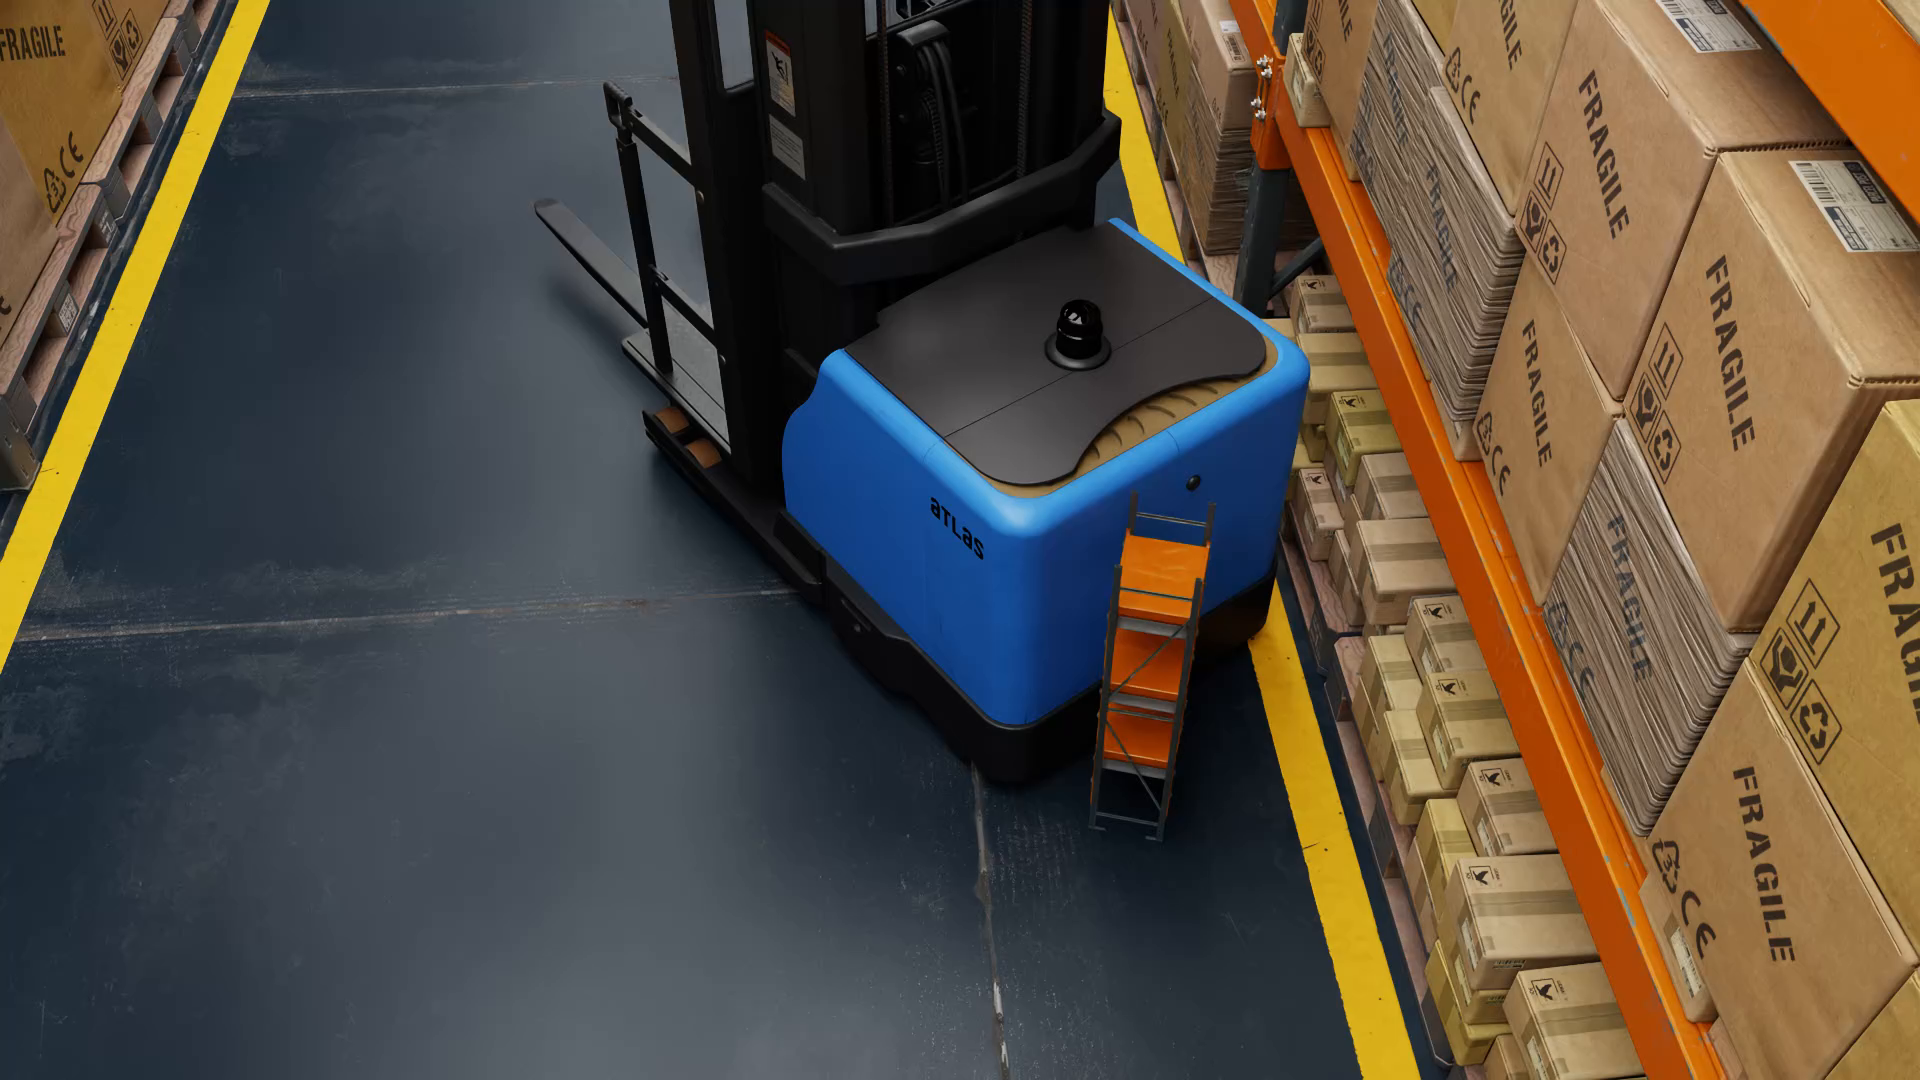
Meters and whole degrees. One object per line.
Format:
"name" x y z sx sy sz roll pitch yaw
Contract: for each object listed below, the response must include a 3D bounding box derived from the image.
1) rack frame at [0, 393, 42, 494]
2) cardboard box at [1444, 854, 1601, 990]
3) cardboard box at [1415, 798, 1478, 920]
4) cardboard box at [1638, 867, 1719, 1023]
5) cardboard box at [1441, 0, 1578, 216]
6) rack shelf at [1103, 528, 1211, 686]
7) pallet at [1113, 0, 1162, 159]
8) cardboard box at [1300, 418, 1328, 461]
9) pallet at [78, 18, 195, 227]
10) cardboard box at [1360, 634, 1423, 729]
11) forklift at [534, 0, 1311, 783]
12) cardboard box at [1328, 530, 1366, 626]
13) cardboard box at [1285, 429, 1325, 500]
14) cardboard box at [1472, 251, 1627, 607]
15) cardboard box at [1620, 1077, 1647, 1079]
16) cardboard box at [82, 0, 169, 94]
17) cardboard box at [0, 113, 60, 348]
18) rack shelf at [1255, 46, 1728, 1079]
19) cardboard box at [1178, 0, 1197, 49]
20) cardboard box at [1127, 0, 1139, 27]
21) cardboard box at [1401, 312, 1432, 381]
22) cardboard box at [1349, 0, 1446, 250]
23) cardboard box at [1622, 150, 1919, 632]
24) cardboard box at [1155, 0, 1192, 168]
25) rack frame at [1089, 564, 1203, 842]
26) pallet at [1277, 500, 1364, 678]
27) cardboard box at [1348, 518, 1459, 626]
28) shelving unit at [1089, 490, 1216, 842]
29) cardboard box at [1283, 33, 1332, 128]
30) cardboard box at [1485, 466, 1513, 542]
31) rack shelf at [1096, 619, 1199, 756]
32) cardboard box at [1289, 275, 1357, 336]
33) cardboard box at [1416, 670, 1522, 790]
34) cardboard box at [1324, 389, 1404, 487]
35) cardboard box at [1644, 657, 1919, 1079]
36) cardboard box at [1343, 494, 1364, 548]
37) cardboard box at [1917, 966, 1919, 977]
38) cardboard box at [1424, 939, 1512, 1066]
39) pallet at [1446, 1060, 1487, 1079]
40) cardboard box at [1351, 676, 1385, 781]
"rack frame" -3.519 -1.201 4.321 1.000 3.000 0.127 -3 47 -3
"cardboard box" 1.295 0.836 3.657 0.380 0.149 0.250 -2 47 -2
"cardboard box" 1.307 0.752 3.941 0.380 0.149 0.250 -1 47 -1
"cardboard box" 1.367 0.641 2.750 0.380 0.149 0.250 -2 47 -2
"cardboard box" 1.270 -0.973 3.144 0.500 0.500 0.500 -3 47 -3
"rack shelf" 0.474 0.160 3.999 0.215 0.259 0.240 9 47 9
"pallet" 1.234 -2.064 7.059 1.003 0.211 1.213 -3 47 -3
"cardboard box" 1.228 -0.382 5.015 0.380 0.149 0.250 -3 47 -3
"pallet" -3.764 -1.680 6.696 1.003 0.211 1.213 -3 47 -3
"cardboard box" 1.261 0.375 4.299 0.380 0.149 0.250 -4 47 -4
"forklift" -0.382 -1.370 4.529 1.130 2.935 3.031 -29 53 -25
"cardboard box" 1.282 0.094 4.769 0.380 0.149 0.250 -4 47 -4
"cardboard box" 1.138 -0.263 5.108 0.380 0.149 0.250 -2 47 -2
"cardboard box" 1.325 -0.227 3.126 0.500 0.500 0.500 -1 47 -1
"cardboard box" 1.331 1.218 3.295 0.380 0.149 0.250 -4 47 -4
"cardboard box" -3.808 -2.358 6.592 0.875 0.875 0.875 -3 47 -3
"cardboard box" -3.650 -1.058 5.360 0.875 0.875 0.875 -2 47 -2
"rack shelf" 1.573 0.120 3.566 1.077 0.370 4.000 -3 47 -3
"cardboard box" 1.061 -2.014 6.007 0.500 0.250 0.500 -1 47 -1
"cardboard box" 0.969 -2.492 6.976 0.500 0.500 0.500 -5 47 -4
"cardboard box" 1.246 -0.508 3.838 0.380 0.149 0.250 -3 47 -3
"cardboard box" 1.244 -0.980 3.839 0.500 0.500 0.500 -3 47 -3
"cardboard box" 1.359 -0.219 2.429 0.500 0.500 0.500 -1 47 -1
"cardboard box" 1.050 -1.751 6.275 0.500 0.500 0.500 -4 47 -4
"rack frame" 0.447 0.435 4.115 0.200 1.050 0.008 9 47 9
"pallet" 1.497 -0.132 5.230 1.003 0.211 1.213 -3 47 -3
"cardboard box" 1.247 0.078 4.375 0.380 0.149 0.250 -3 47 -2
"shelving unit" 0.474 0.348 4.197 0.215 1.050 0.252 9 47 9
"cardboard box" 1.103 -1.264 4.554 0.380 0.149 0.250 -2 47 -2
"cardboard box" 1.330 -0.123 3.473 0.380 0.149 0.250 -2 47 -2
"rack shelf" 0.474 0.355 4.205 0.215 0.259 0.240 9 47 9
"cardboard box" 1.228 -0.682 5.094 0.380 0.149 0.250 -2 47 -2
"cardboard box" 1.333 0.451 4.022 0.380 0.149 0.250 -3 47 -3
"cardboard box" 1.262 -0.299 4.731 0.380 0.149 0.250 -4 47 -4
"cardboard box" 1.408 0.500 2.437 0.500 0.500 0.500 -4 47 -4
"cardboard box" 1.304 -0.012 4.665 0.380 0.149 0.250 -6 47 -5
"cardboard box" 1.454 0.523 1.727 0.500 0.500 0.500 -4 47 -4
"cardboard box" 1.312 1.052 3.862 0.380 0.149 0.250 -5 47 -5
"pallet" 1.701 1.633 3.558 1.003 0.211 1.213 -3 47 -3
"cardboard box" 1.265 0.480 4.403 0.380 0.149 0.250 -5 47 -4
